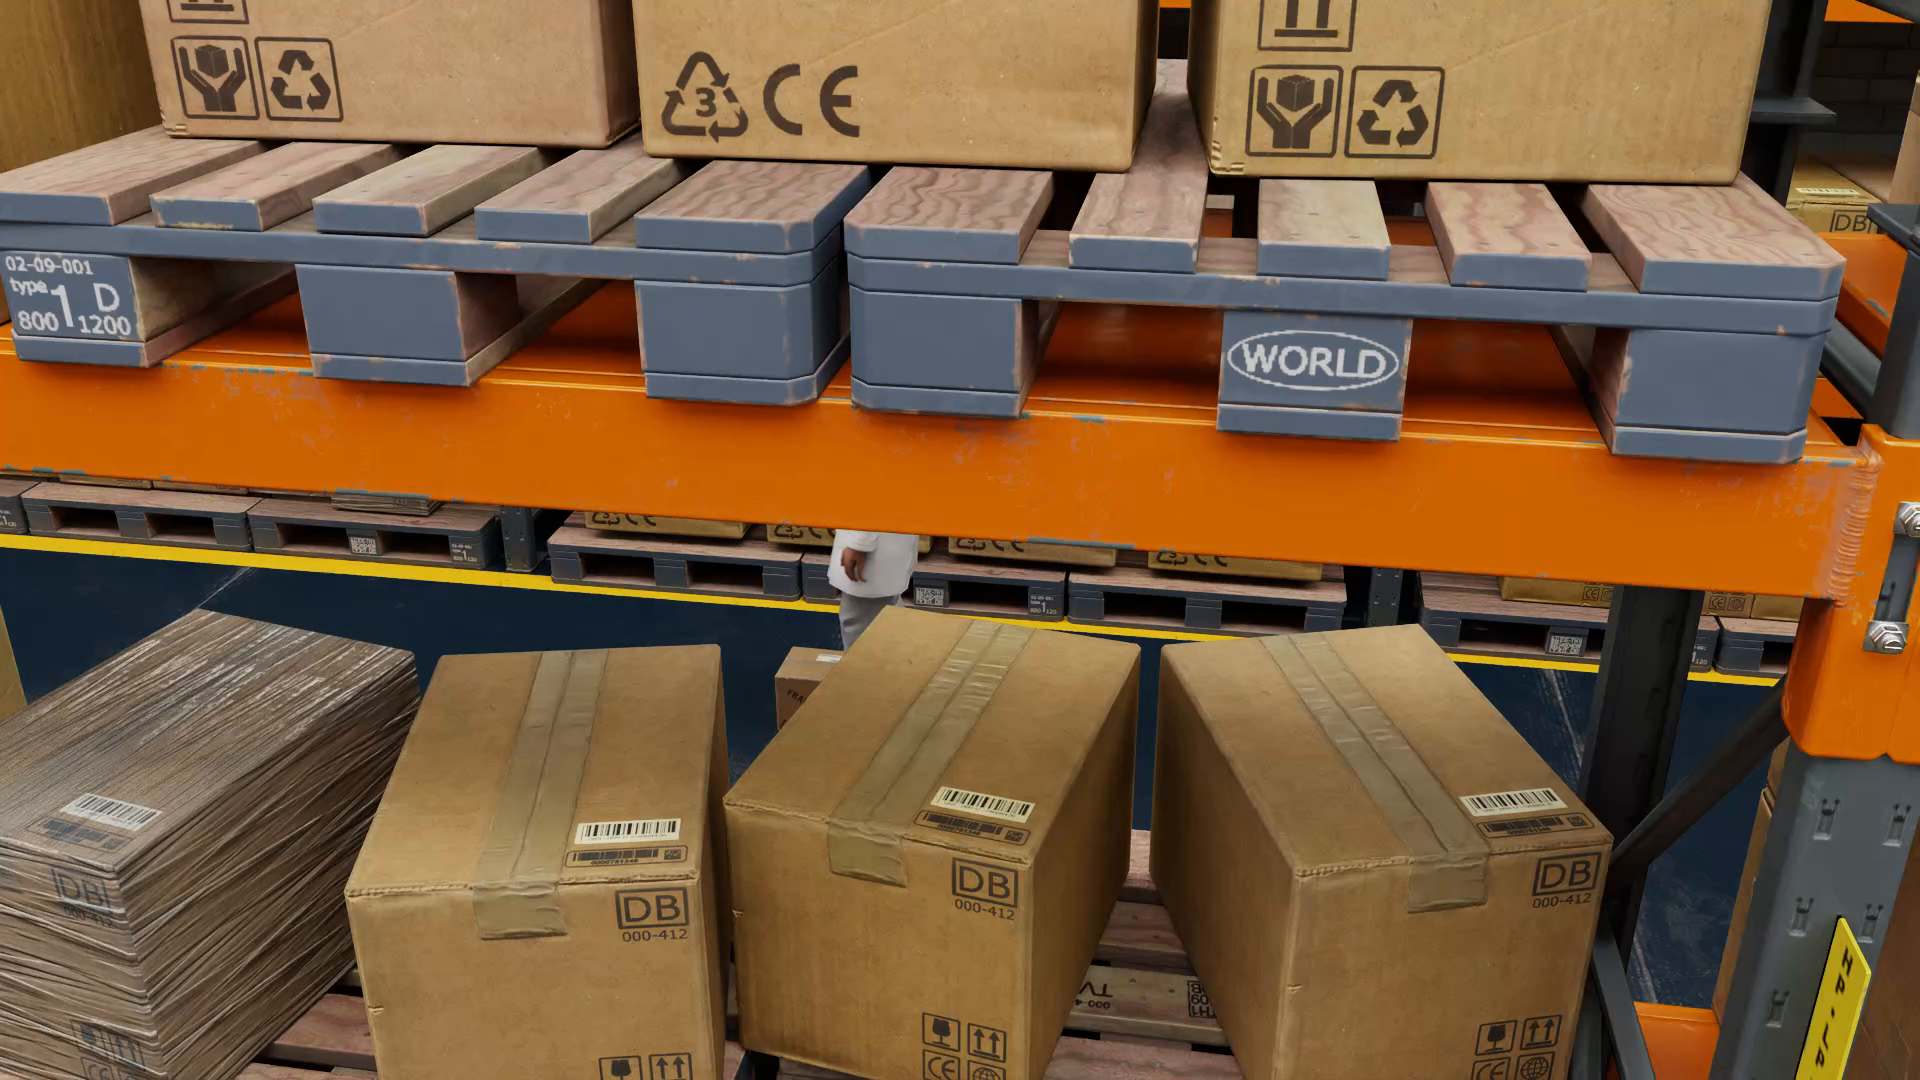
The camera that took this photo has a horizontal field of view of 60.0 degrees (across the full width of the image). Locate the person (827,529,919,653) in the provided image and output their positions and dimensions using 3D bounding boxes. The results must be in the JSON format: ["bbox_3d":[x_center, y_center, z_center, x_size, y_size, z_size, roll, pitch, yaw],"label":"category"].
[{"bbox_3d":[-0.334,-0.060,6.302,0.430,1.735,0.645,3,25,6],"label":"person"}]
